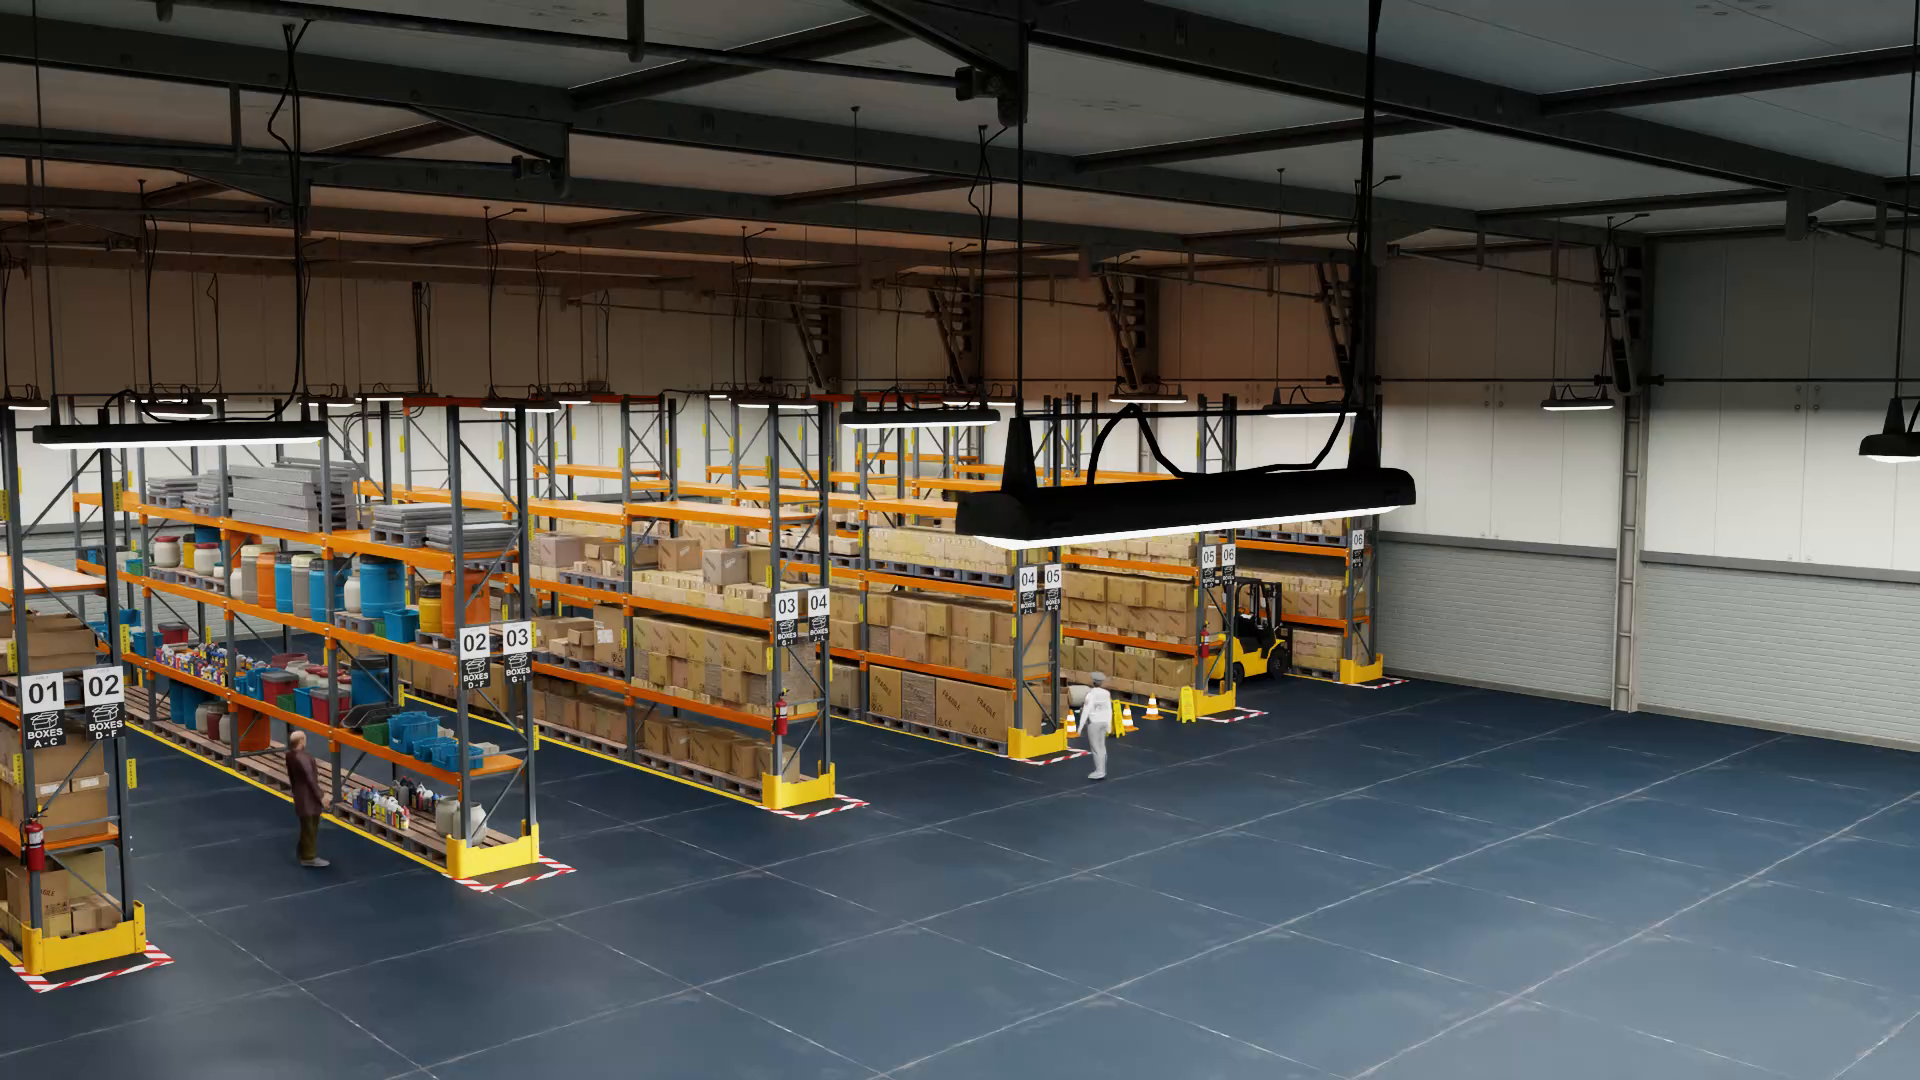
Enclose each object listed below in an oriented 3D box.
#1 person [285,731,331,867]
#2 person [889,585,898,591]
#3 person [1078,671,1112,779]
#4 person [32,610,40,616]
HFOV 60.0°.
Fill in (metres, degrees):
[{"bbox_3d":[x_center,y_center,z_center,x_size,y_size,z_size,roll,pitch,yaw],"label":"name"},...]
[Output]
[{"bbox_3d":[-8.493,3.373,21.683,0.543,1.829,0.672,-2,6,-19],"label":"person"},{"bbox_3d":[-1.314,1.810,34.531,0.612,1.787,0.504,-1,6,-8],"label":"person"},{"bbox_3d":[2.160,2.942,26.427,0.568,1.708,0.362,-5,7,-41],"label":"person"},{"bbox_3d":[-18.796,2.229,33.933,0.571,1.613,1.032,-5,7,-40],"label":"person"}]
